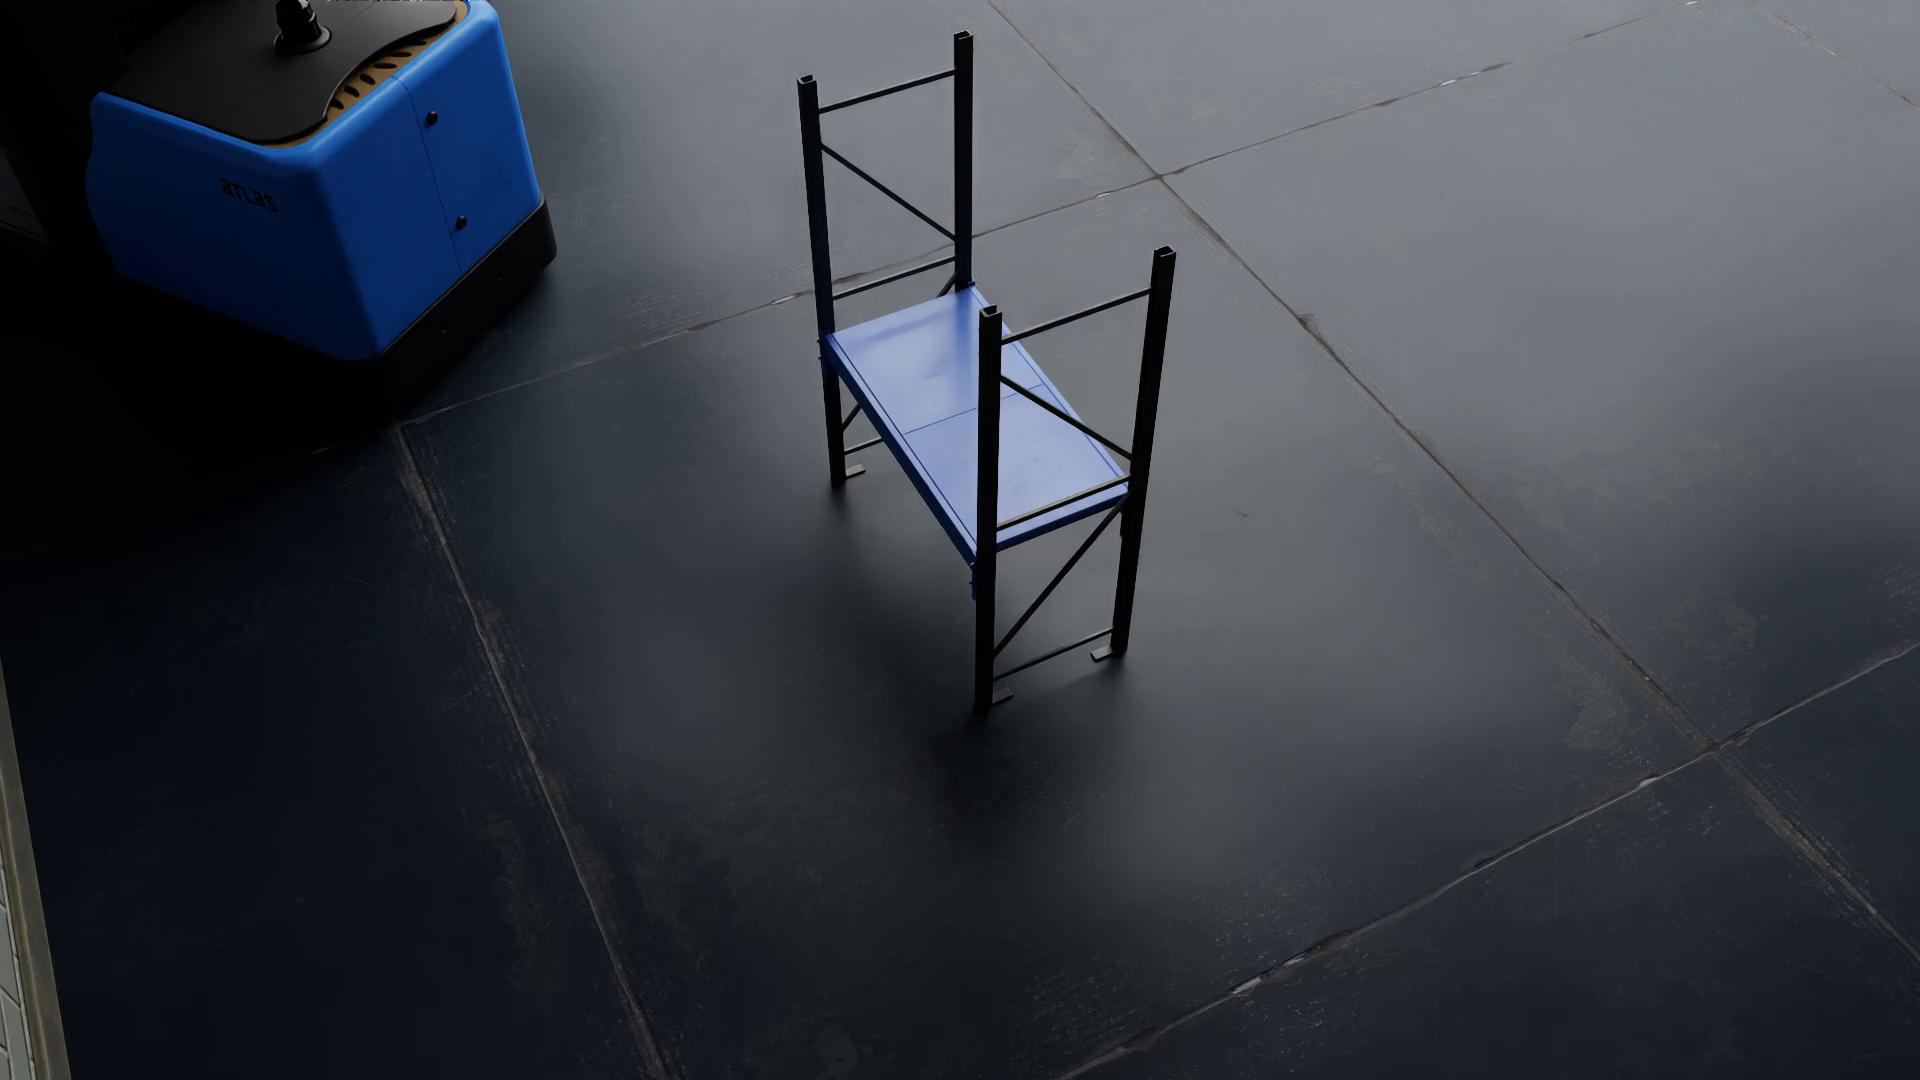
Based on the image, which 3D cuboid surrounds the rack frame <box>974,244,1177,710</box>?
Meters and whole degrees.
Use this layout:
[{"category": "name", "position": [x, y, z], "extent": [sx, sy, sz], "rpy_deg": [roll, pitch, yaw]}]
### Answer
[{"category": "rack frame", "position": [0.272, -0.096, 4.338], "extent": [0.500, 1.500, 0.032], "rpy_deg": [-21, 52, -18]}]

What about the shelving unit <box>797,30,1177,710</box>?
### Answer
[{"category": "shelving unit", "position": [0.039, -0.437, 4.636], "extent": [0.538, 1.500, 1.048], "rpy_deg": [-21, 52, -18]}]

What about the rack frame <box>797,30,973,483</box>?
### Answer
[{"category": "rack frame", "position": [-0.194, -0.777, 4.933], "extent": [0.500, 1.500, 0.032], "rpy_deg": [-21, 52, -18]}]

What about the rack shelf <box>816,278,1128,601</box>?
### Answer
[{"category": "rack shelf", "position": [0.039, -0.318, 4.771], "extent": [0.538, 0.185, 1.000], "rpy_deg": [-21, 52, -18]}]

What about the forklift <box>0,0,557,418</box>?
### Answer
[{"category": "forklift", "position": [-3.024, -2.158, 5.190], "extent": [3.031, 2.935, 1.130], "rpy_deg": [21, 52, 17]}]
